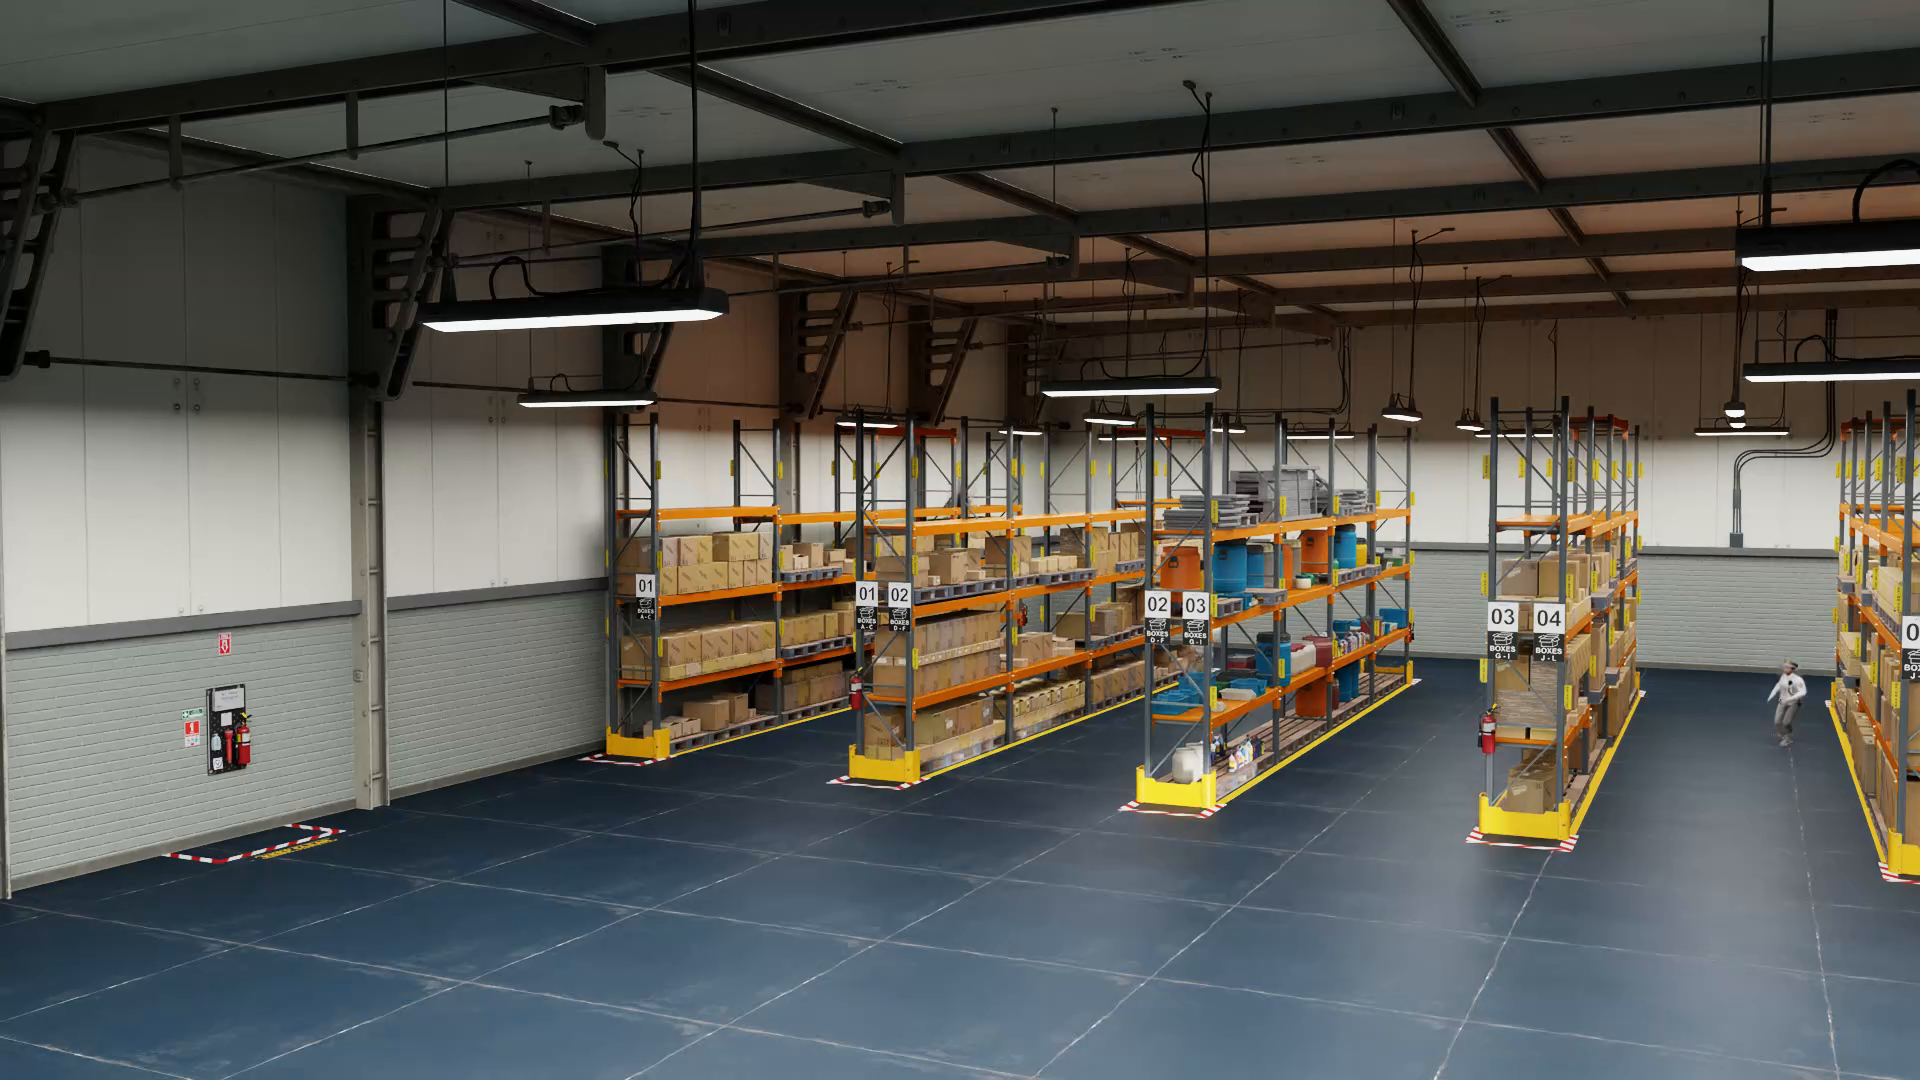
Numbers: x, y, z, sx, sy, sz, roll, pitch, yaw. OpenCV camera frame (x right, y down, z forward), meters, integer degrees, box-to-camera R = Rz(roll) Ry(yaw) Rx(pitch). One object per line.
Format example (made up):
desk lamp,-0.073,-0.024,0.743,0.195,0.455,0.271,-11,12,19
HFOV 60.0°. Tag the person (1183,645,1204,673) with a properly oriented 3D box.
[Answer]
person,5.254,2.674,36.764,0.548,1.607,0.656,-2,3,-35

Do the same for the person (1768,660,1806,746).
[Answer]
person,15.060,2.959,30.189,0.507,1.603,0.692,-2,3,-35
